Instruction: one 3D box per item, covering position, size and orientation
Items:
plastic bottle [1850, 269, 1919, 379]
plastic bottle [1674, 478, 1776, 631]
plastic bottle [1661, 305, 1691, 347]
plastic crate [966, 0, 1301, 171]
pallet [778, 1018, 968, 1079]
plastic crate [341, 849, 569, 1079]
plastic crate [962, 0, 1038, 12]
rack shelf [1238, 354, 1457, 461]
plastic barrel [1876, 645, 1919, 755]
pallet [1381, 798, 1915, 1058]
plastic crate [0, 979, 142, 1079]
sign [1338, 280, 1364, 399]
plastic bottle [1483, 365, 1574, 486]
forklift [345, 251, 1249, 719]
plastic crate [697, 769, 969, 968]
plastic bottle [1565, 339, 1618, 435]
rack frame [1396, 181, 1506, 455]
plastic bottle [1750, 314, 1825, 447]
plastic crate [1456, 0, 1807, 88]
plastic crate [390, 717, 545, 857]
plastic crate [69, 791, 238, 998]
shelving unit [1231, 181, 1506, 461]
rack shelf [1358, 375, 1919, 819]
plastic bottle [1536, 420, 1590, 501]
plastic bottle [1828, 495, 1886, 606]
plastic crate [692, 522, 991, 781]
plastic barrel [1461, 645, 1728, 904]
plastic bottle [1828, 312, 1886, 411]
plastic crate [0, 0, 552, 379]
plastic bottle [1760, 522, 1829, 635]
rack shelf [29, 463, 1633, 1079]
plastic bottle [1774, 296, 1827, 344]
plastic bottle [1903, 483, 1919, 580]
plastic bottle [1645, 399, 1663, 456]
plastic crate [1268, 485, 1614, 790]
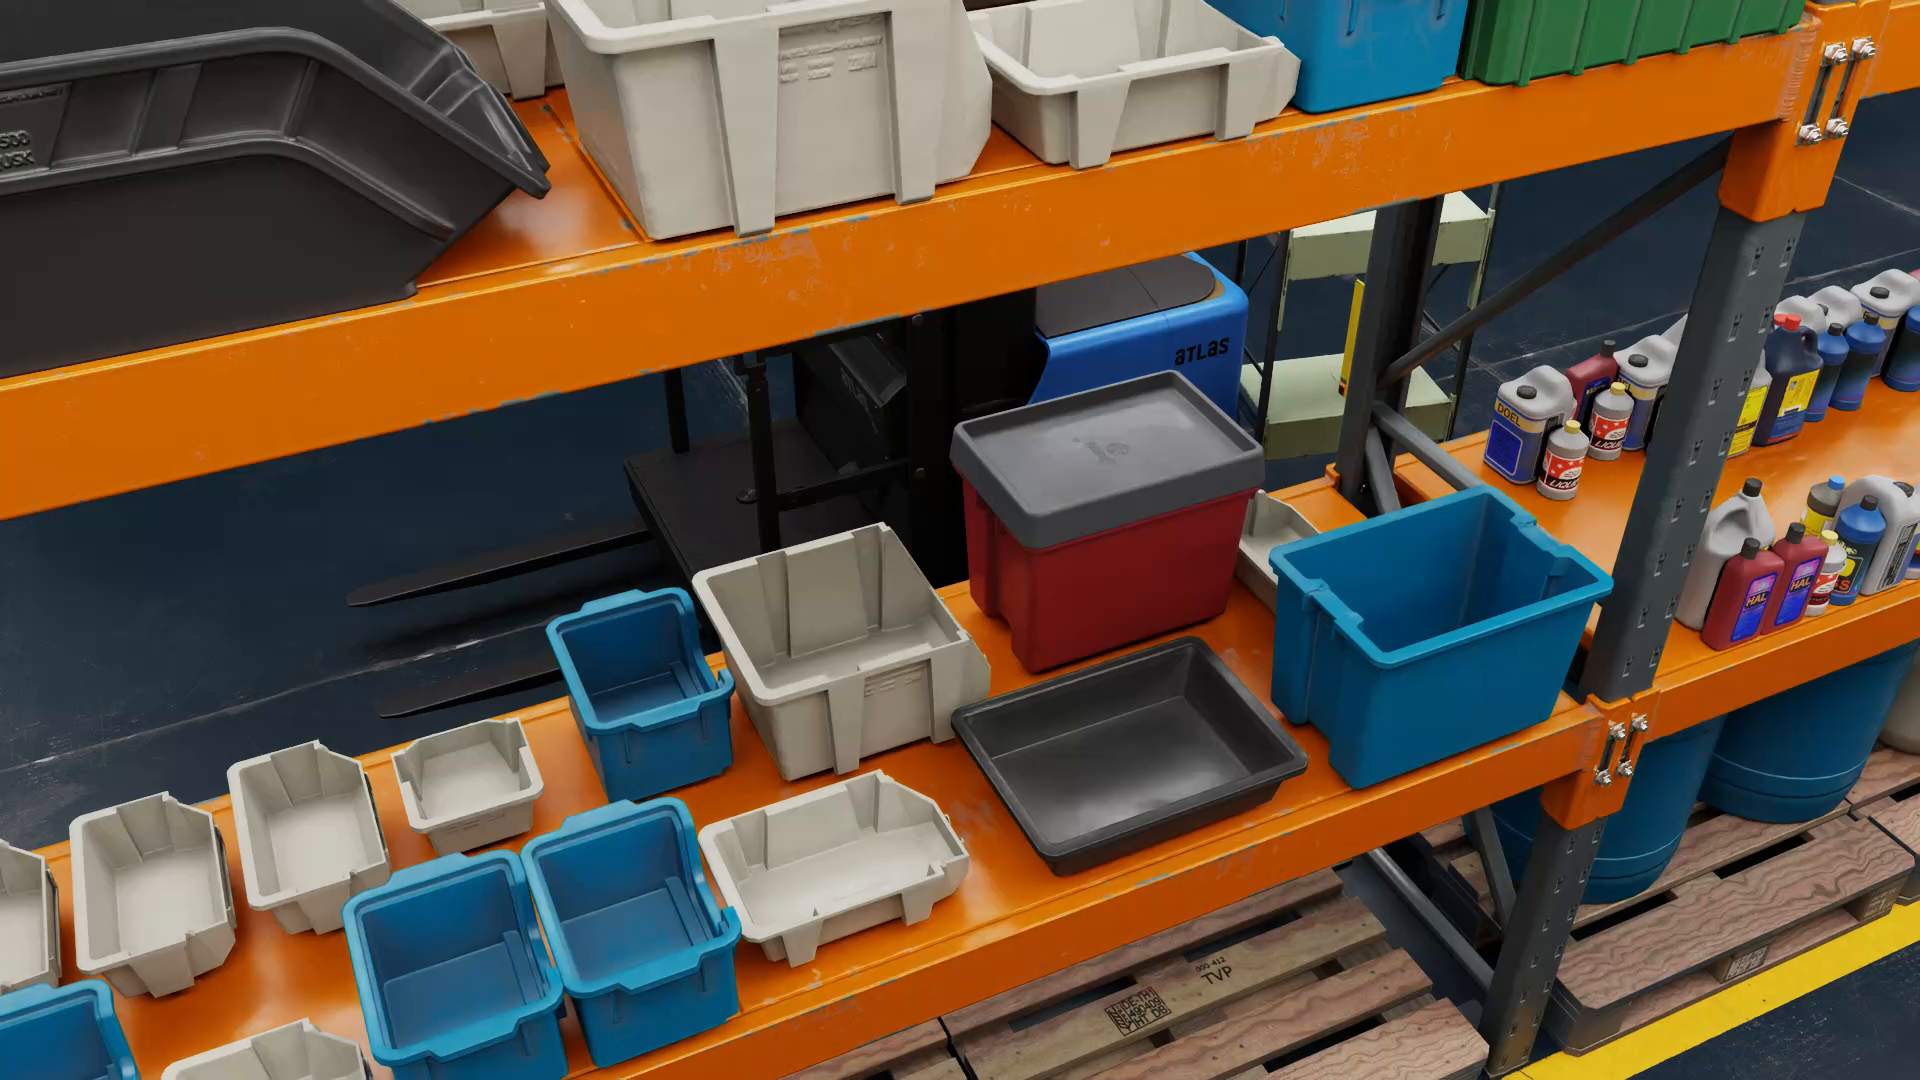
[{"bbox_3d":[2.568,-0.613,4.662,0.135,0.276,0.152,-16,39,-20],"label":"plastic bottle"},{"bbox_3d":[1.722,0.020,3.747,0.185,0.351,0.144,-16,39,-20],"label":"plastic bottle"},{"bbox_3d":[1.922,-0.465,4.400,0.185,0.351,0.144,-16,39,-20],"label":"plastic bottle"},{"bbox_3d":[0.240,-0.647,2.308,0.466,0.136,0.293,-16,39,-20],"label":"plastic crate"},{"bbox_3d":[-0.526,1.563,3.966,1.213,0.211,1.003,-16,39,-20],"label":"pallet"},{"bbox_3d":[-0.836,0.762,2.795,0.300,0.233,0.416,-16,39,-20],"label":"plastic crate"},{"bbox_3d":[-0.012,-1.061,2.754,0.590,0.269,0.497,-16,39,-20],"label":"plastic crate"},{"bbox_3d":[1.375,-0.439,6.130,0.720,0.370,0.431,-7,37,-10],"label":"rack shelf"},{"bbox_3d":[2.919,0.353,4.992,0.421,0.512,0.421,0,37,0],"label":"plastic barrel"},{"bbox_3d":[1.945,0.872,4.897,1.213,0.211,1.003,-16,39,-20],"label":"pallet"},{"bbox_3d":[-1.432,0.929,2.570,0.300,0.233,0.416,-16,39,-20],"label":"plastic crate"},{"bbox_3d":[0.997,-0.484,4.152,0.005,0.325,0.100,-16,39,-20],"label":"sign"},{"bbox_3d":[1.449,-0.300,4.240,0.135,0.276,0.152,-16,39,-20],"label":"plastic bottle"},{"bbox_3d":[-0.569,-1.016,5.160,3.031,2.935,1.130,-16,39,-20],"label":"forklift"},{"bbox_3d":[-0.219,0.609,3.082,0.466,0.136,0.293,-16,39,-20],"label":"plastic crate"},{"bbox_3d":[1.639,-0.386,4.350,0.133,0.283,0.061,-16,39,-20],"label":"plastic bottle"},{"bbox_3d":[1.733,-0.747,5.998,0.023,1.500,0.400,-7,37,-10],"label":"rack frame"},{"bbox_3d":[2.151,-0.434,4.358,0.185,0.351,0.144,-16,39,-20],"label":"plastic bottle"},{"bbox_3d":[0.974,-0.925,2.639,0.662,0.188,0.450,-16,39,-20],"label":"plastic crate"},{"bbox_3d":[-0.960,0.481,3.255,0.250,0.136,0.298,-16,39,-20],"label":"plastic crate"},{"bbox_3d":[-1.462,0.649,3.028,0.243,0.136,0.396,-16,39,-20],"label":"plastic crate"},{"bbox_3d":[1.375,-0.701,5.936,0.755,1.500,0.431,-7,37,-10],"label":"shelving unit"},{"bbox_3d":[3.040,-0.293,4.731,4.000,0.370,1.077,-16,39,-20],"label":"rack shelf"},{"bbox_3d":[1.519,-0.207,4.178,0.097,0.201,0.097,0,37,0],"label":"plastic bottle"},{"bbox_3d":[2.048,0.016,3.818,0.097,0.271,0.097,0,37,0],"label":"plastic bottle"},{"bbox_3d":[-0.231,0.235,3.464,0.530,0.282,0.437,-16,39,-20],"label":"plastic crate"},{"bbox_3d":[1.729,0.470,4.507,0.708,0.901,0.600,-16,39,-20],"label":"plastic barrel"},{"bbox_3d":[2.428,-0.489,4.500,0.097,0.271,0.097,0,37,0],"label":"plastic bottle"},{"bbox_3d":[-0.892,-0.481,1.915,0.767,0.338,0.504,-16,39,-20],"label":"plastic crate"},{"bbox_3d":[1.863,0.075,3.729,0.133,0.283,0.061,-16,39,-20],"label":"plastic bottle"},{"bbox_3d":[-0.581,0.720,3.366,4.000,0.370,1.077,-16,39,-20],"label":"rack shelf"},{"bbox_3d":[2.236,-0.520,4.537,0.135,0.276,0.152,-16,39,-20],"label":"plastic bottle"},{"bbox_3d":[2.258,-0.043,3.898,0.097,0.271,0.097,0,37,0],"label":"plastic bottle"},{"bbox_3d":[1.849,-0.300,4.303,0.097,0.201,0.097,0,37,0],"label":"plastic bottle"},{"bbox_3d":[0.952,0.209,3.413,0.575,0.384,0.392,-16,39,-20],"label":"plastic crate"}]
